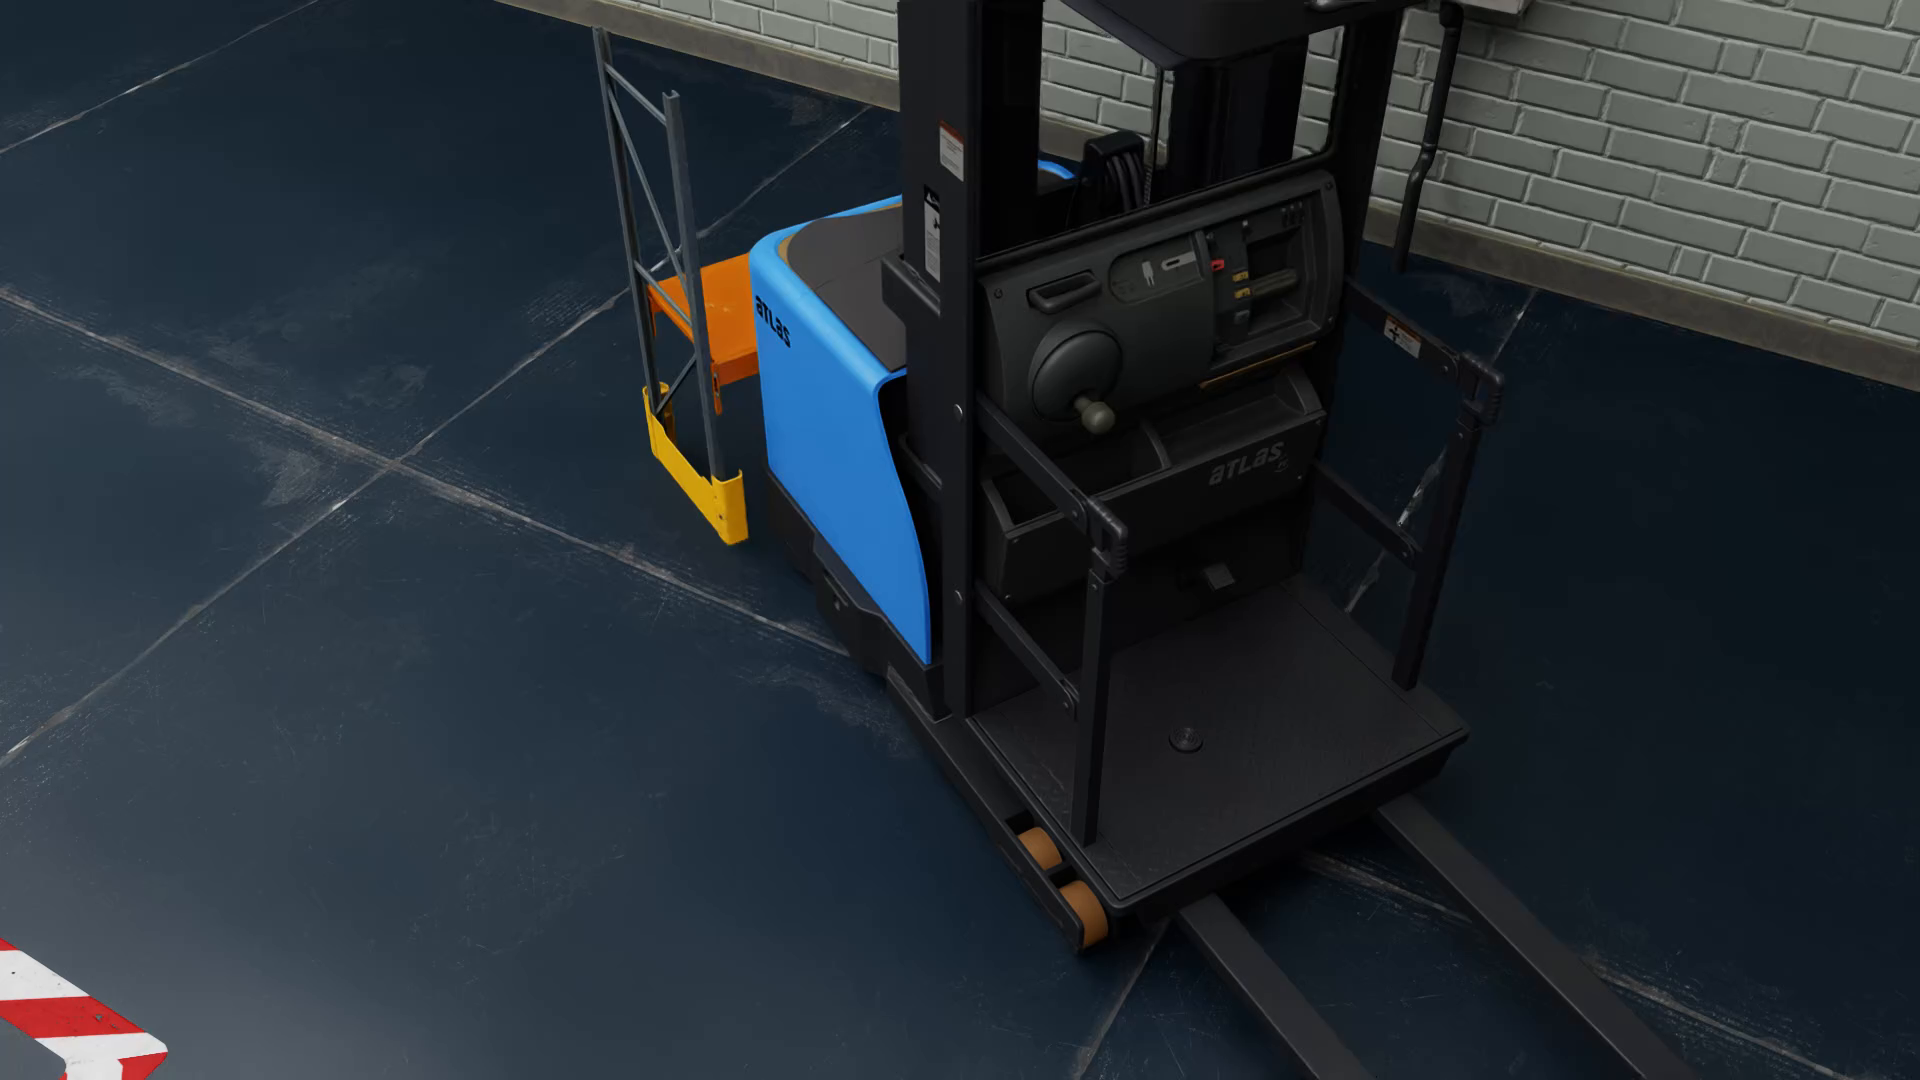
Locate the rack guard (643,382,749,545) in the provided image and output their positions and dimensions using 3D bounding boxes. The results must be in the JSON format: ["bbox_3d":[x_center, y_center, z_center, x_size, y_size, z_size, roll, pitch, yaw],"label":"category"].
[{"bbox_3d":[-0.852,-0.252,5.347,0.087,0.250,0.587,-23,46,-24],"label":"rack guard"}]

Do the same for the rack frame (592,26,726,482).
[{"bbox_3d":[-0.868,-0.714,4.926,0.032,1.500,0.500,-23,46,-24],"label":"rack frame"}]

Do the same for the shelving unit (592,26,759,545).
[{"bbox_3d":[-0.433,-0.899,5.136,1.083,1.500,0.587,-23,46,-24],"label":"shelving unit"}]

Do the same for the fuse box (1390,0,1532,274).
[{"bbox_3d":[1.701,-1.661,5.841,0.539,1.711,0.414,21,45,22],"label":"fuse box"}]

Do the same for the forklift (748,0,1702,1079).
[{"bbox_3d":[0.580,-0.446,3.539,1.130,2.935,3.031,-21,46,-22],"label":"forklift"}]

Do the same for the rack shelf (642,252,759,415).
[{"bbox_3d":[-0.440,-0.760,5.251,1.000,0.185,0.538,-23,46,-24],"label":"rack shelf"}]
